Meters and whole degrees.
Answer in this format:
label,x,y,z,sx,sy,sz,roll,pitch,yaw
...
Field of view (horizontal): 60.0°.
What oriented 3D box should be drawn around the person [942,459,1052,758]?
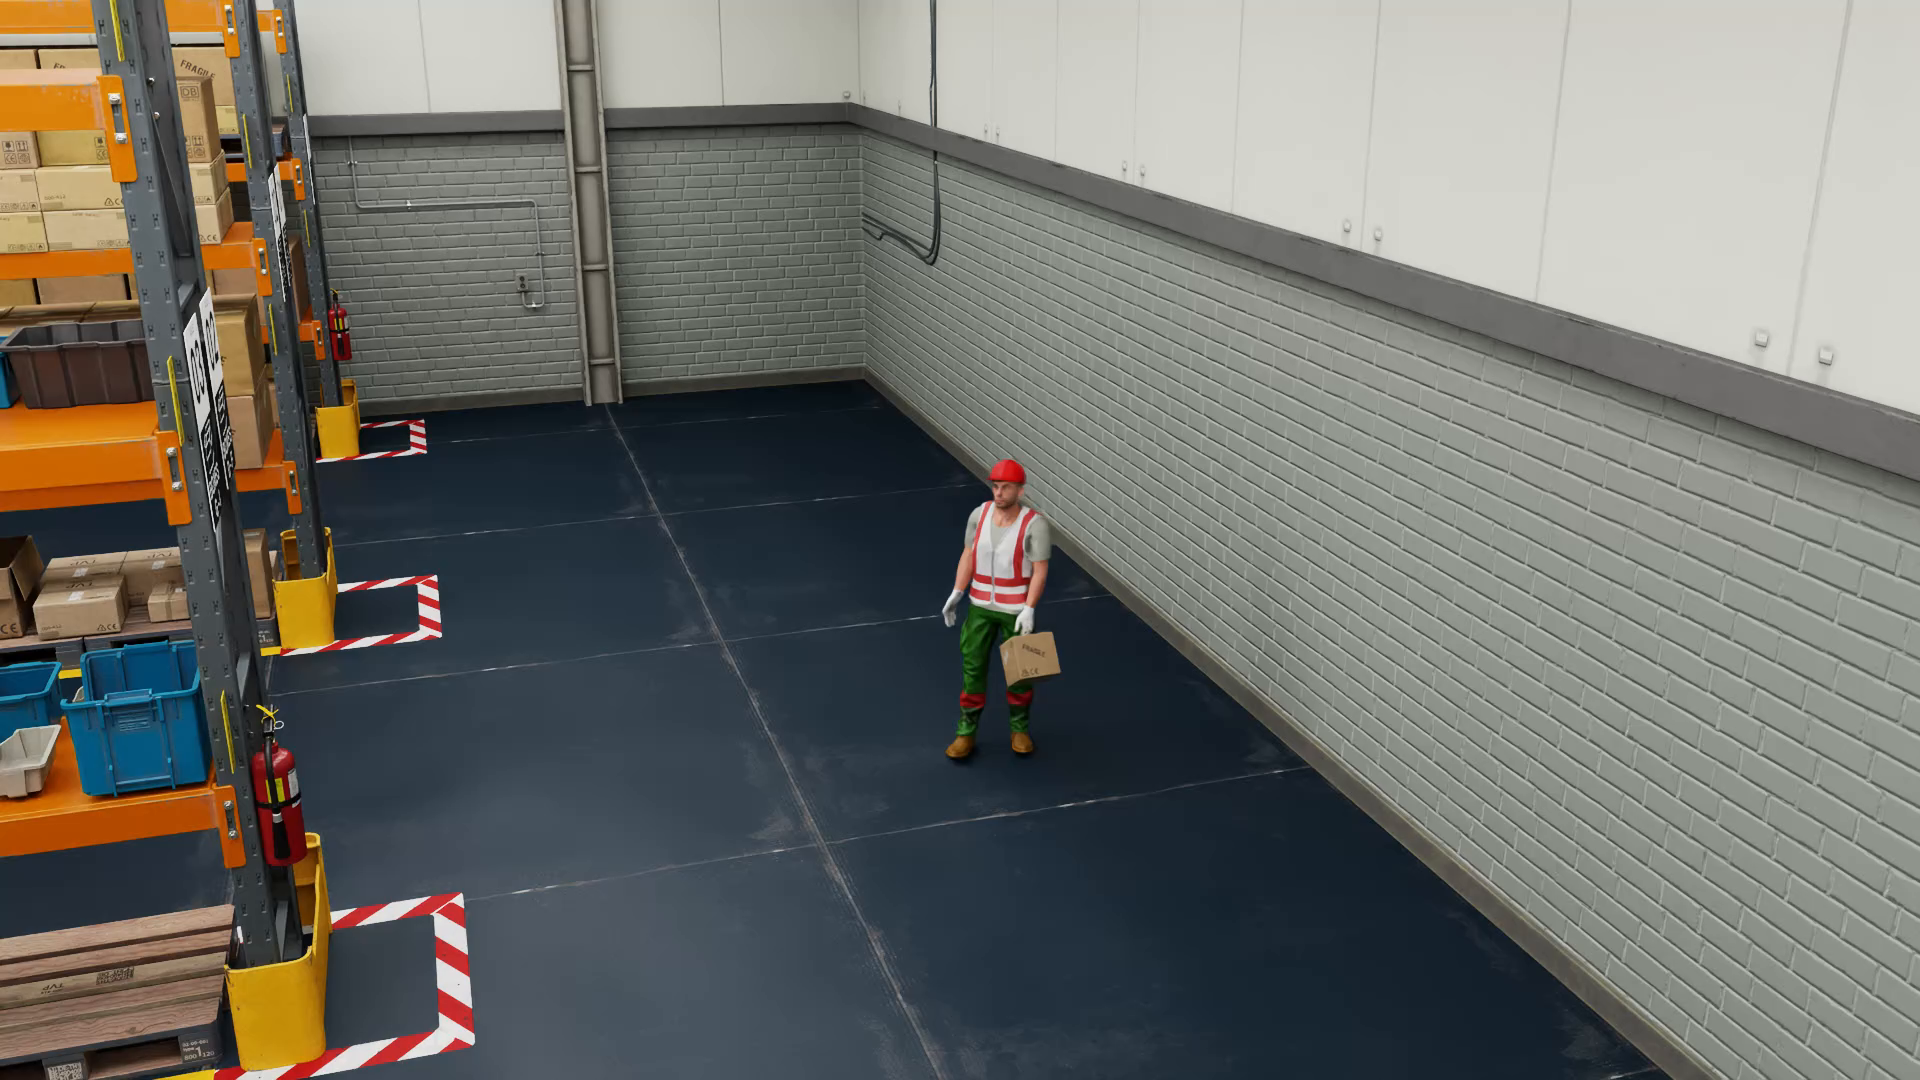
label,x,y,z,sx,sy,sz,roll,pitch,yaw
person,0.210,0.422,9.762,0.590,1.793,0.543,8,21,23
